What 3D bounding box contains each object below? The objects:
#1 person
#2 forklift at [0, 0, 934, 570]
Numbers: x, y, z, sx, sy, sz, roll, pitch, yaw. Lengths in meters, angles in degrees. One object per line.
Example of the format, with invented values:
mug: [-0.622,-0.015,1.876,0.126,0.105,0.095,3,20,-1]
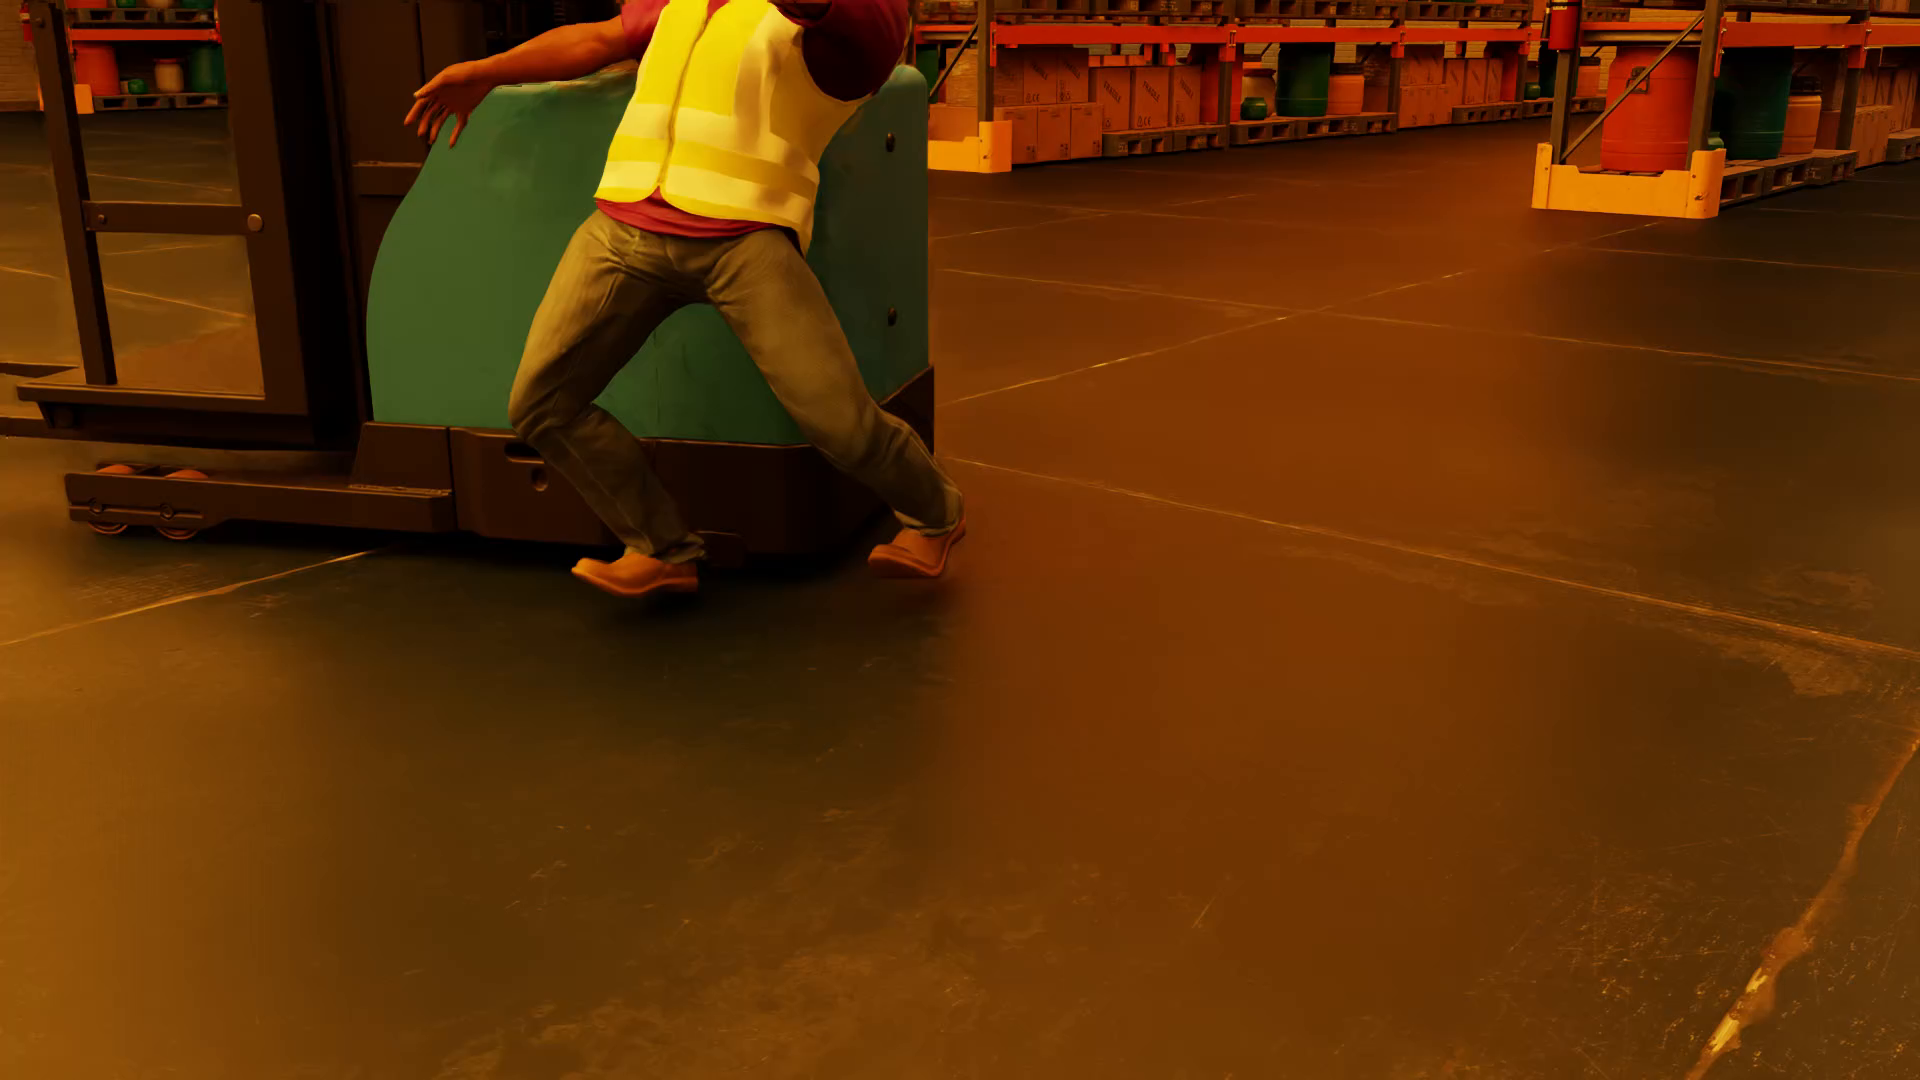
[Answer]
person: [-0.590,-0.598,3.245,1.062,1.519,0.777,7,18,22]
forklift: [-1.642,-1.545,3.987,3.031,2.935,1.130,4,17,13]
